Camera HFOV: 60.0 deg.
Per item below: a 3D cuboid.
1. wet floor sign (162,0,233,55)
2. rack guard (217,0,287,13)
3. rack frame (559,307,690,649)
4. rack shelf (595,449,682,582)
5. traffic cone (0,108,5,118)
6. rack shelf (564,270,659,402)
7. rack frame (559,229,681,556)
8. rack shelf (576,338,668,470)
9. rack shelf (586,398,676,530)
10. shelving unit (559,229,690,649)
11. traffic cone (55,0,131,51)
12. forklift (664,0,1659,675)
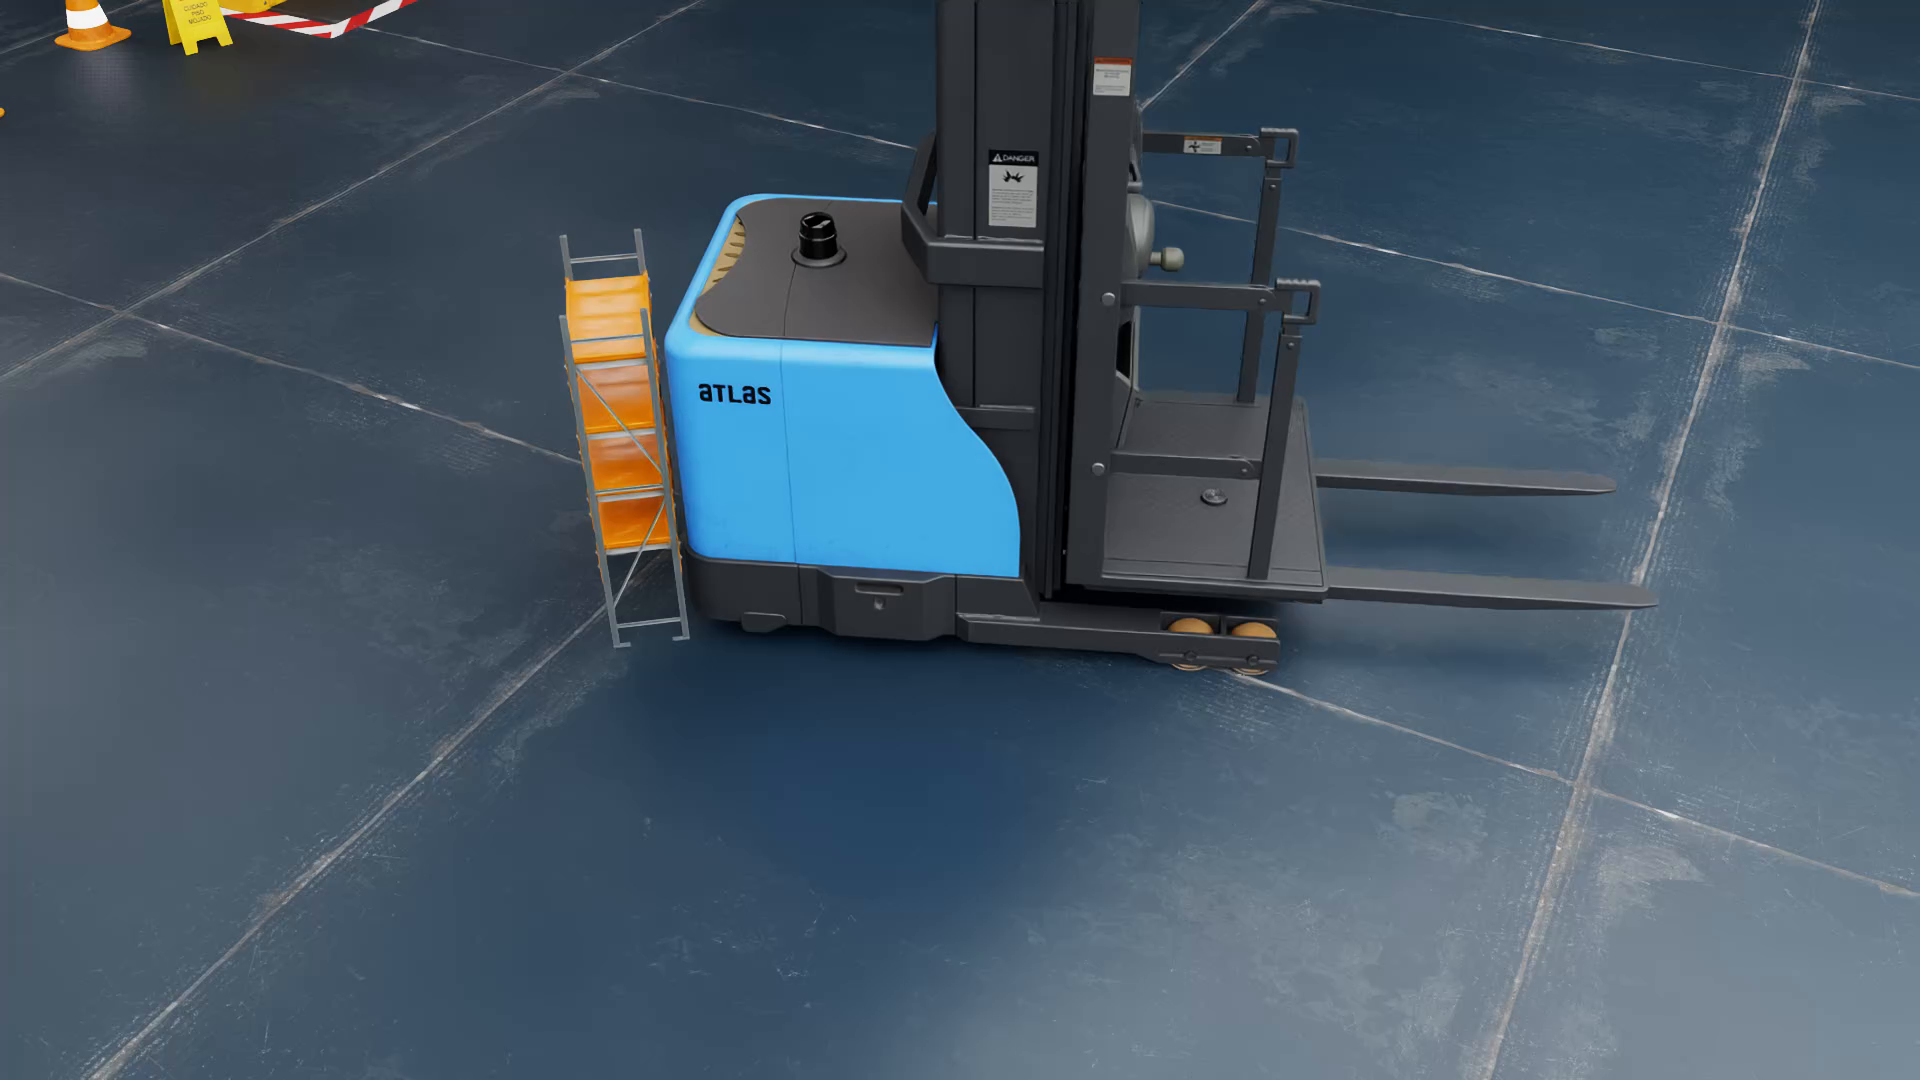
[{"bbox_3d":[-4.318,-3.080,9.274,0.267,0.644,0.232,-29,46,-33],"label":"wet floor sign"},{"bbox_3d":[-4.062,-3.671,10.172,0.348,0.500,1.175,17,41,21],"label":"rack guard"},{"bbox_3d":[-0.985,-0.150,4.955,0.240,1.200,0.015,-7,38,-9],"label":"rack frame"},{"bbox_3d":[-1.031,-0.083,5.307,0.258,0.148,0.480,-7,38,-9],"label":"rack shelf"},{"bbox_3d":[-5.179,-2.371,8.491,0.334,0.463,0.336,17,41,21],"label":"traffic cone"},{"bbox_3d":[-1.031,-0.608,4.909,0.258,0.148,0.480,-7,38,-9],"label":"rack shelf"},{"bbox_3d":[-1.076,-0.440,5.337,0.240,1.200,0.015,-7,38,-9],"label":"rack frame"},{"bbox_3d":[-1.031,-0.420,5.052,0.258,0.148,0.480,-7,38,-9],"label":"rack shelf"},{"bbox_3d":[-1.031,-0.242,5.187,0.258,0.148,0.480,-7,38,-9],"label":"rack shelf"},{"bbox_3d":[-1.031,-0.295,5.146,0.258,1.200,0.503,-7,38,-9],"label":"shelving unit"},{"bbox_3d":[-4.970,-3.062,9.401,0.334,0.463,0.336,17,41,21],"label":"traffic cone"},{"bbox_3d":[0.682,-1.085,4.755,3.031,2.935,1.130,3,37,5],"label":"forklift"}]
